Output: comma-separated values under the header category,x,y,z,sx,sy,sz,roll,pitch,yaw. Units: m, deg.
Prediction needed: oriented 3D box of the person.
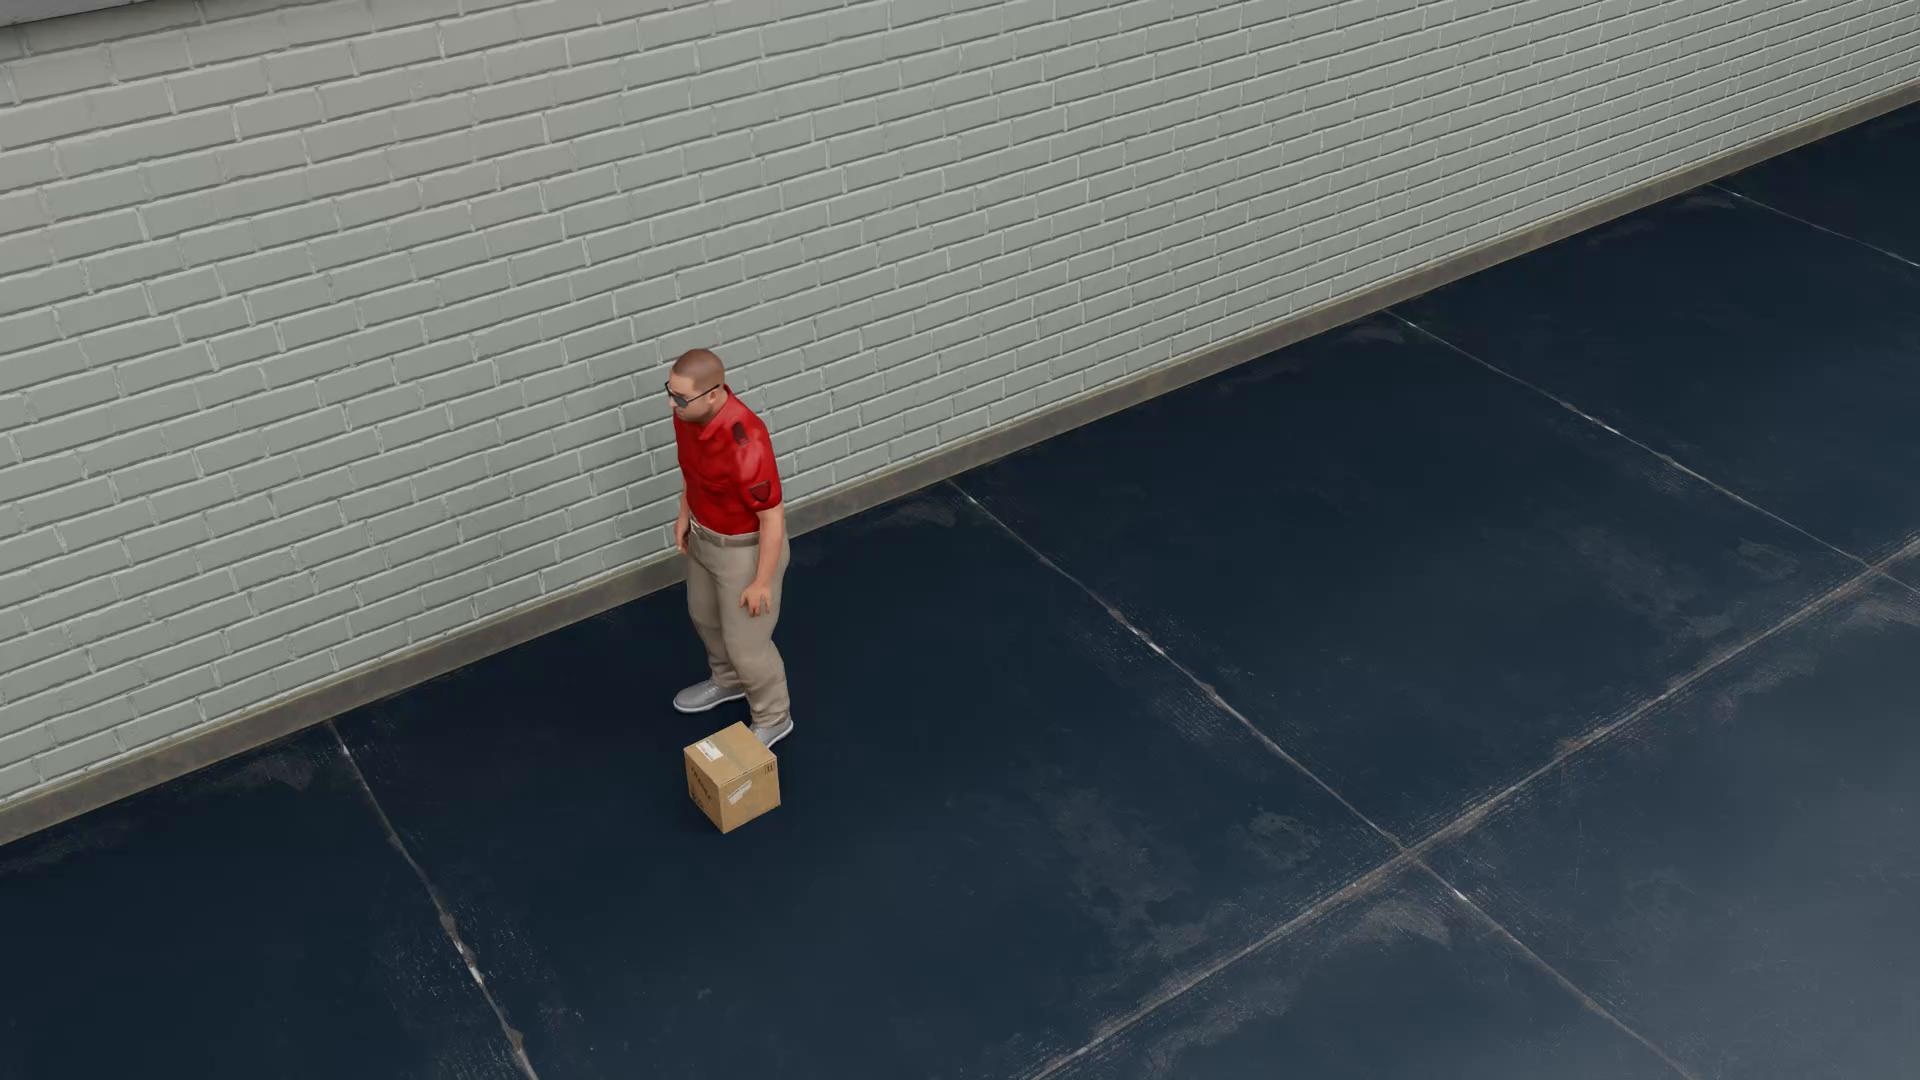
category,x,y,z,sx,sy,sz,roll,pitch,yaw
person,-0.846,0.036,6.109,0.384,1.727,0.596,-24,42,-29
